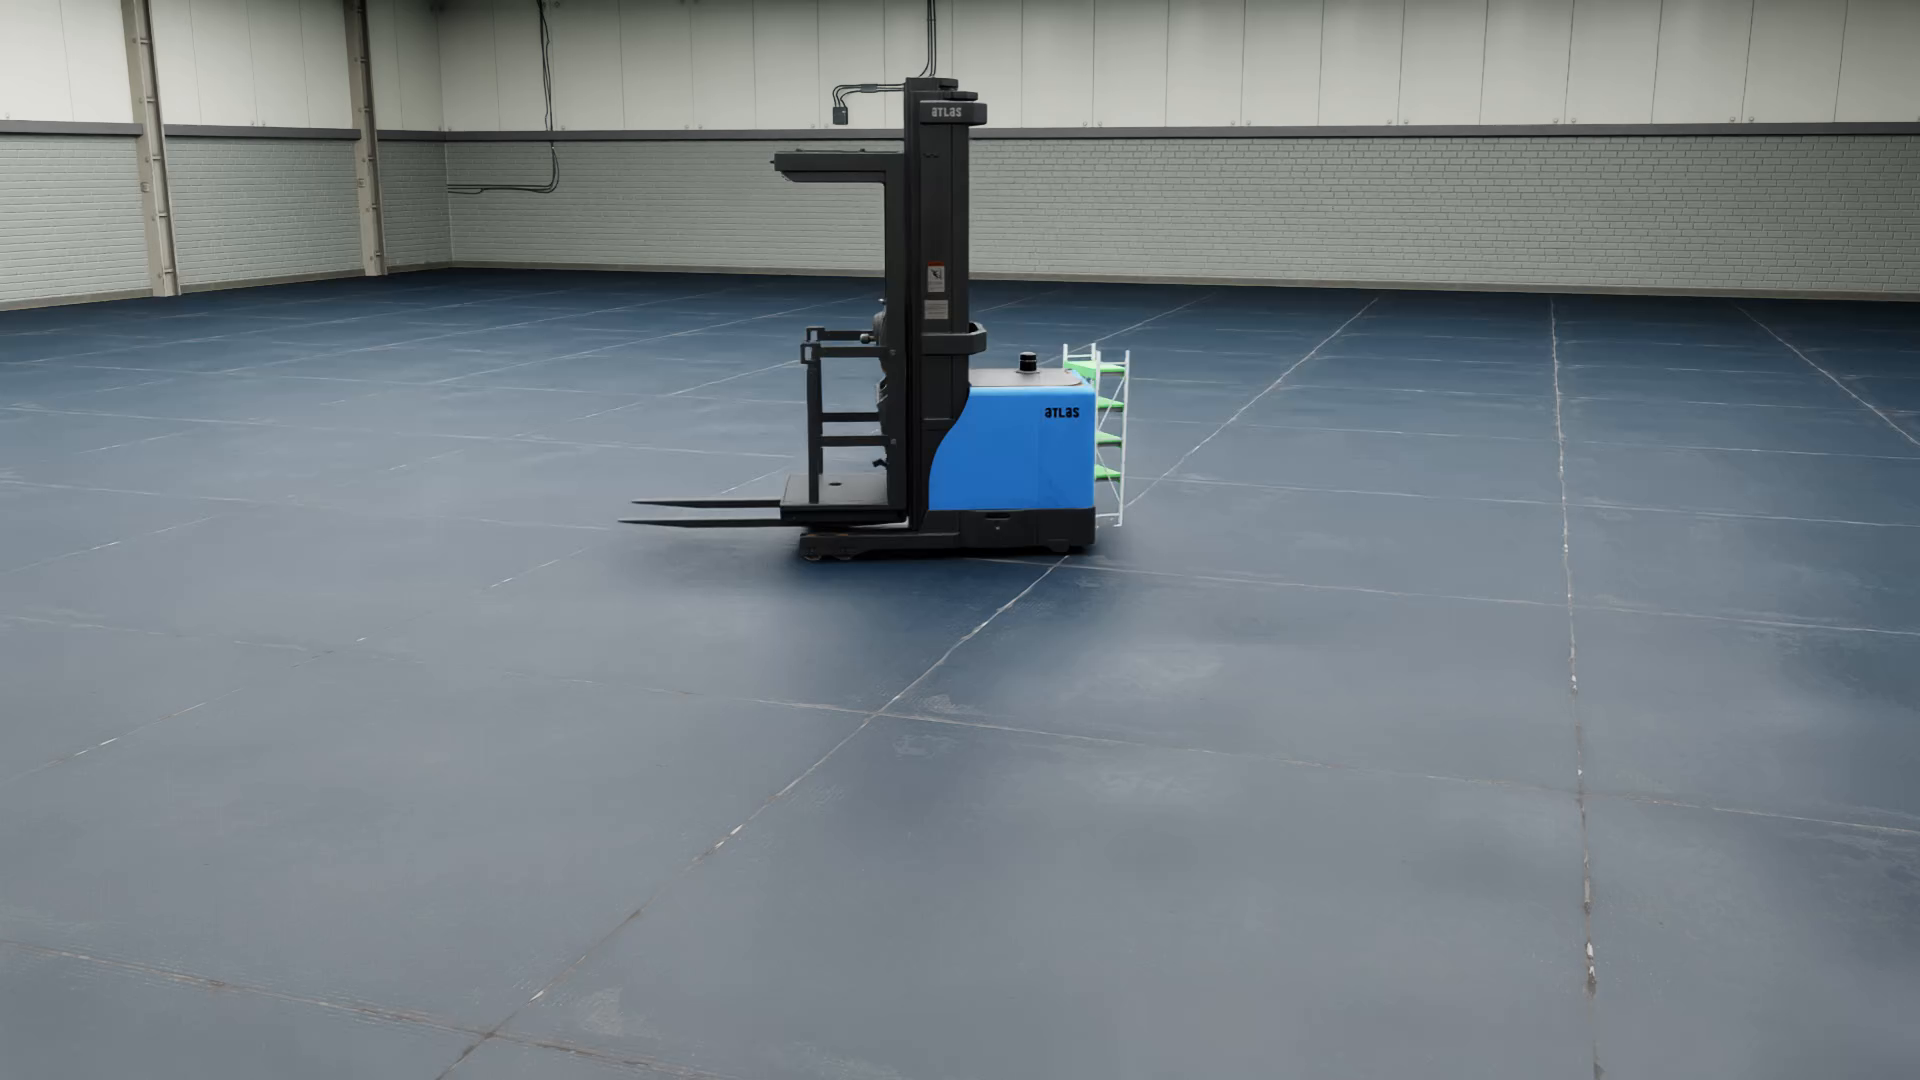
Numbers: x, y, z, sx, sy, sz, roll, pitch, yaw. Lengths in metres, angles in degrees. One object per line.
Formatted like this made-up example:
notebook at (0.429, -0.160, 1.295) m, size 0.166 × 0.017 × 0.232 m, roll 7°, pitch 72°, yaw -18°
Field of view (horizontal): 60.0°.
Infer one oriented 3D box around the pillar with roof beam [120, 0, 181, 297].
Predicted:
pillar with roof beam at (-10.649, -8.613, 28.501) m, size 9.100 × 9.000 × 0.400 m, roll 4°, pitch 14°, yaw 18°

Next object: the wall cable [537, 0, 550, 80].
wall cable at (-8.017, -11.465, 36.624) m, size 3.097 × 2.526 × 0.112 m, roll 4°, pitch 14°, yaw 18°

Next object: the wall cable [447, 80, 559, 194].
wall cable at (-10.577, -9.197, 38.040) m, size 3.097 × 2.526 × 0.112 m, roll 4°, pitch 14°, yaw 18°

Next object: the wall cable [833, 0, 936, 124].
wall cable at (-1.599, -11.682, 34.306) m, size 2.305 × 6.003 × 0.169 m, roll 4°, pitch 14°, yaw 18°

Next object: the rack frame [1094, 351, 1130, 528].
rack frame at (1.012, -0.676, 11.241) m, size 0.240 × 1.200 × 0.015 m, roll -4°, pitch 13°, yaw -23°

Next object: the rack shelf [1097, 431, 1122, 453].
rack shelf at (0.914, -0.664, 11.473) m, size 0.258 × 0.148 × 0.480 m, roll -4°, pitch 13°, yaw -23°

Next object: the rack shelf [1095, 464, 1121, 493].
rack shelf at (0.909, -0.430, 11.525) m, size 0.258 × 0.148 × 0.480 m, roll -4°, pitch 13°, yaw -23°

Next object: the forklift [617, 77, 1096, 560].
forklift at (-0.673, -1.422, 10.633) m, size 3.031 × 2.935 × 1.130 m, roll -1°, pitch 13°, yaw -3°

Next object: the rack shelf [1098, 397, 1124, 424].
rack shelf at (0.919, -0.898, 11.422) m, size 0.258 × 0.148 × 0.480 m, roll -4°, pitch 13°, yaw -23°

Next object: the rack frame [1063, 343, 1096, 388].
rack frame at (0.820, -0.776, 11.678) m, size 0.240 × 1.200 × 0.015 m, roll -4°, pitch 13°, yaw -23°

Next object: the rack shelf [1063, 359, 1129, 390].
rack shelf at (0.925, -1.133, 11.371) m, size 0.258 × 0.148 × 0.480 m, roll -4°, pitch 13°, yaw -23°

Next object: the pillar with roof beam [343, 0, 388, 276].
pillar with roof beam at (-8.708, -9.876, 34.036) m, size 9.100 × 9.000 × 0.400 m, roll 4°, pitch 14°, yaw 18°

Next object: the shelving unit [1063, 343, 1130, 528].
shelving unit at (0.916, -0.726, 11.460) m, size 0.258 × 1.200 × 0.503 m, roll -4°, pitch 13°, yaw -23°
